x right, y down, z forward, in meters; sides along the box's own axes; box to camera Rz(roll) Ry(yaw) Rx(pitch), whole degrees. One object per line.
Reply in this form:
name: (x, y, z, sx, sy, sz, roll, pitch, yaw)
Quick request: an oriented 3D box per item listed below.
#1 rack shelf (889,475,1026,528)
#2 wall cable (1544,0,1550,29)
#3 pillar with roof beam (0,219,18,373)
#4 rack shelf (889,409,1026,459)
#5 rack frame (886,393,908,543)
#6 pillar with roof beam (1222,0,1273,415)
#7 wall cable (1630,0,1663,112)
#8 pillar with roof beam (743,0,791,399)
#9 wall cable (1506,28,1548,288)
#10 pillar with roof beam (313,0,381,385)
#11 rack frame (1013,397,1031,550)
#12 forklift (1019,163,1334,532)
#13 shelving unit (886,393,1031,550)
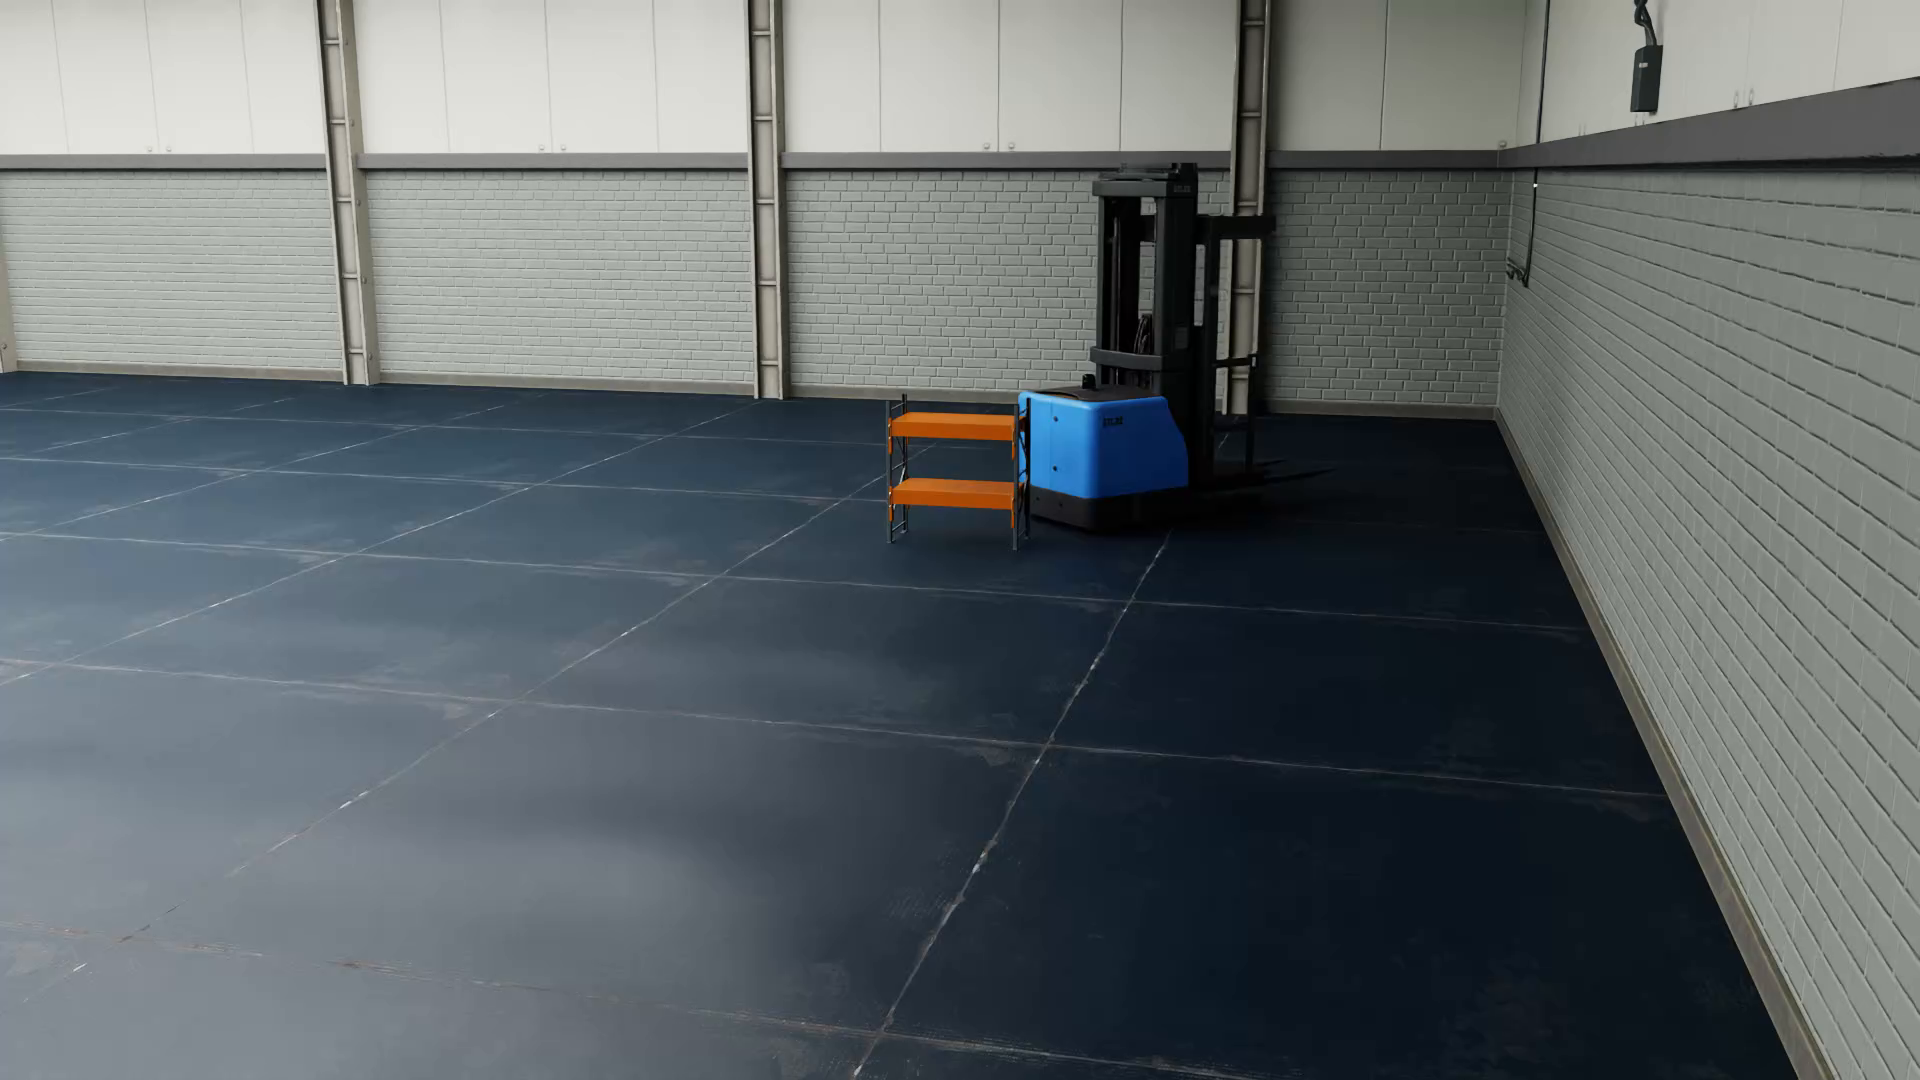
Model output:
rack shelf: (-0.007, -0.311, 13.166, 1.000, 0.278, 0.538, 3, 13, 14)
wall cable: (5.289, -5.885, 14.490, 0.112, 2.526, 3.097, 3, 13, 14)
pillar with roof beam: (-15.113, -5.964, 19.337, 0.400, 9.000, 9.100, 3, 13, 14)
rack shelf: (-0.007, -0.835, 13.050, 1.000, 0.278, 0.538, 3, 13, 14)
rack frame: (-0.500, -0.576, 13.232, 0.032, 1.125, 0.500, 3, 13, 14)
pillar with roof beam: (2.362, -5.029, 15.127, 0.400, 9.000, 9.100, 3, 13, 14)
wall cable: (3.647, -5.168, 7.902, 0.169, 6.003, 2.305, 3, 13, 14)
pillar with roof beam: (-3.463, -5.341, 16.530, 0.400, 9.000, 9.100, 3, 13, 14)
wall cable: (5.937, -3.988, 17.601, 0.112, 2.526, 3.097, 3, 13, 14)
pillar with roof beam: (-9.288, -5.652, 17.934, 0.400, 9.000, 9.100, 3, 13, 14)
rack frame: (0.487, -0.523, 12.995, 0.032, 1.125, 0.500, 3, 13, 14)
forklift: (1.973, -1.726, 14.246, 3.031, 2.935, 1.130, -9, 15, -34)
shelving unit: (-0.007, -0.549, 13.113, 1.048, 1.125, 0.538, 3, 13, 14)
